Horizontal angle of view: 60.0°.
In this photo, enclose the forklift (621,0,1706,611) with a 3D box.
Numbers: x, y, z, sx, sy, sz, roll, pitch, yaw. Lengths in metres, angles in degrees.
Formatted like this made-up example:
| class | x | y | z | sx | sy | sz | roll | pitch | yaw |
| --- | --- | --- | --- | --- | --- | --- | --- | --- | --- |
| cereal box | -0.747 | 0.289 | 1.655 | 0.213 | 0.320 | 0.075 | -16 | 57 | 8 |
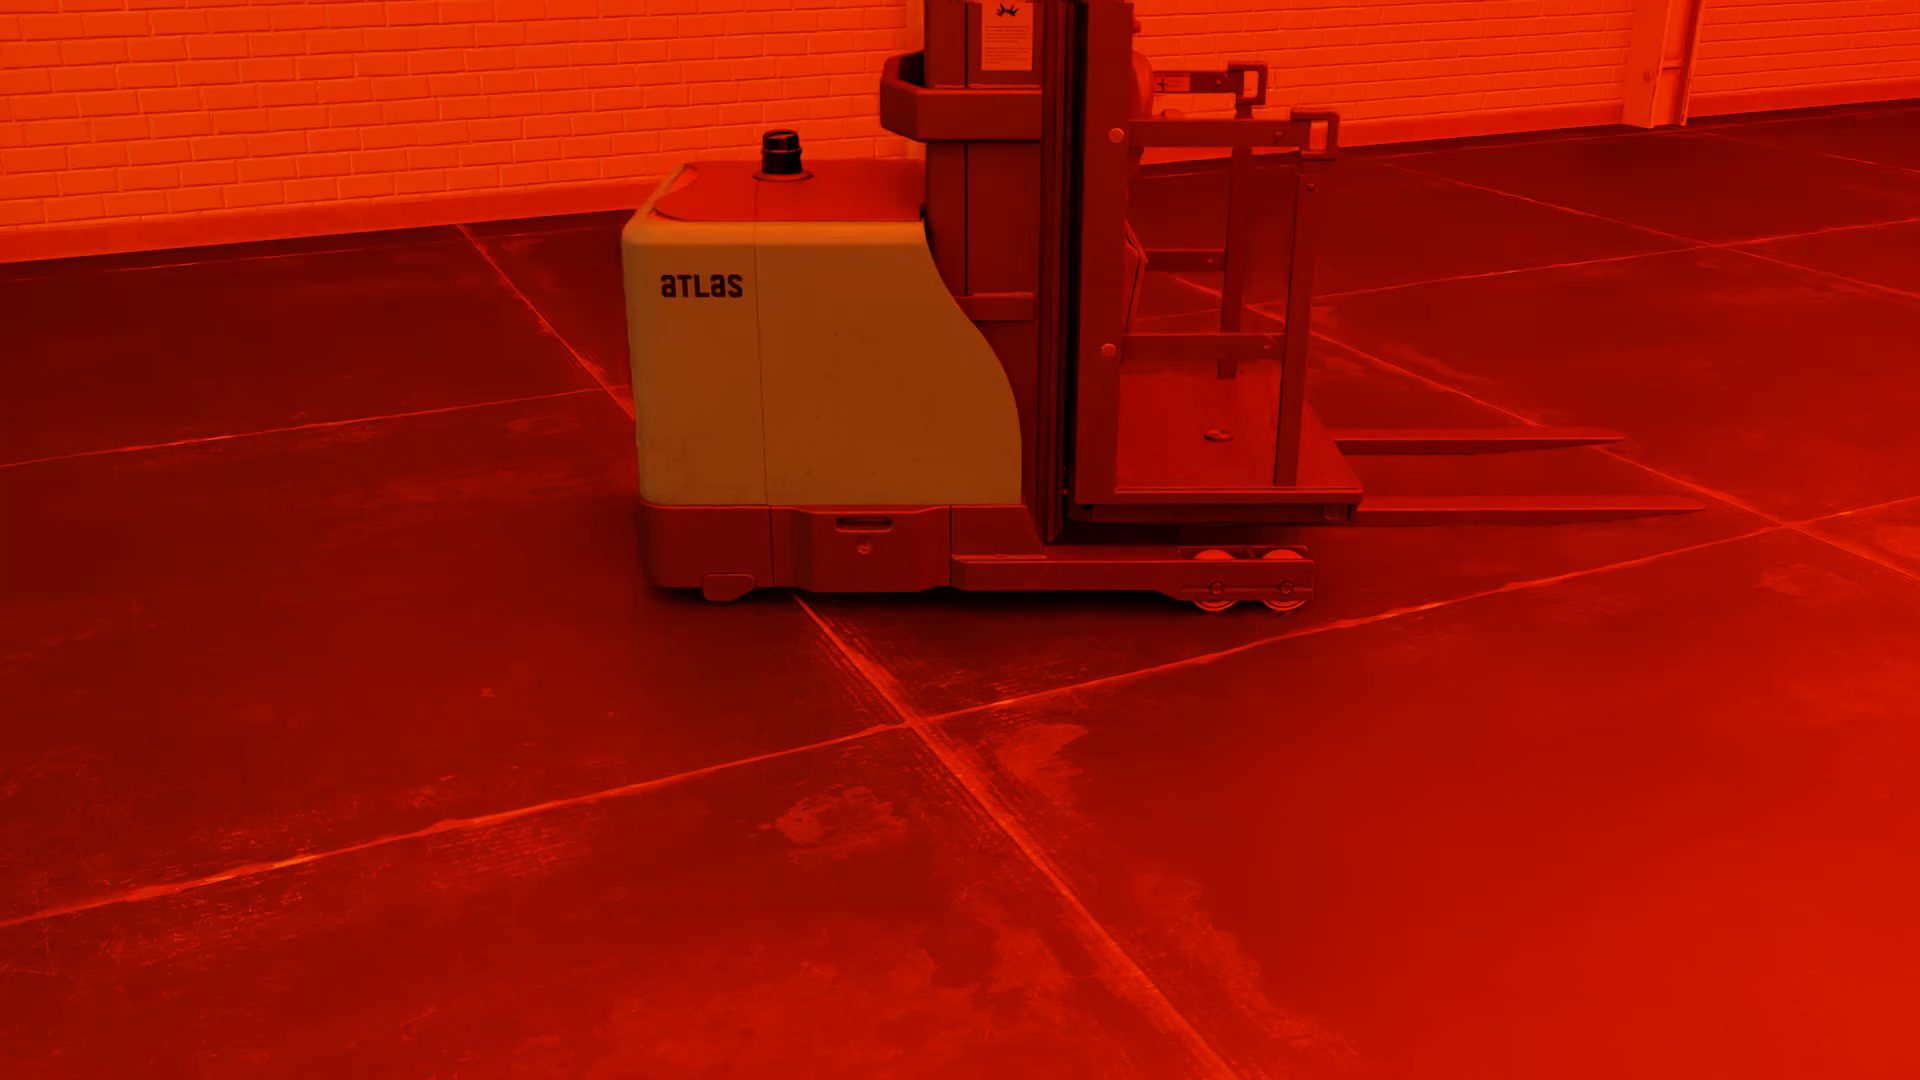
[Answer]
| class | x | y | z | sx | sy | sz | roll | pitch | yaw |
| --- | --- | --- | --- | --- | --- | --- | --- | --- | --- |
| forklift | 0.614 | -1.361 | 4.561 | 3.031 | 2.935 | 1.130 | 0 | 23 | -1 |
